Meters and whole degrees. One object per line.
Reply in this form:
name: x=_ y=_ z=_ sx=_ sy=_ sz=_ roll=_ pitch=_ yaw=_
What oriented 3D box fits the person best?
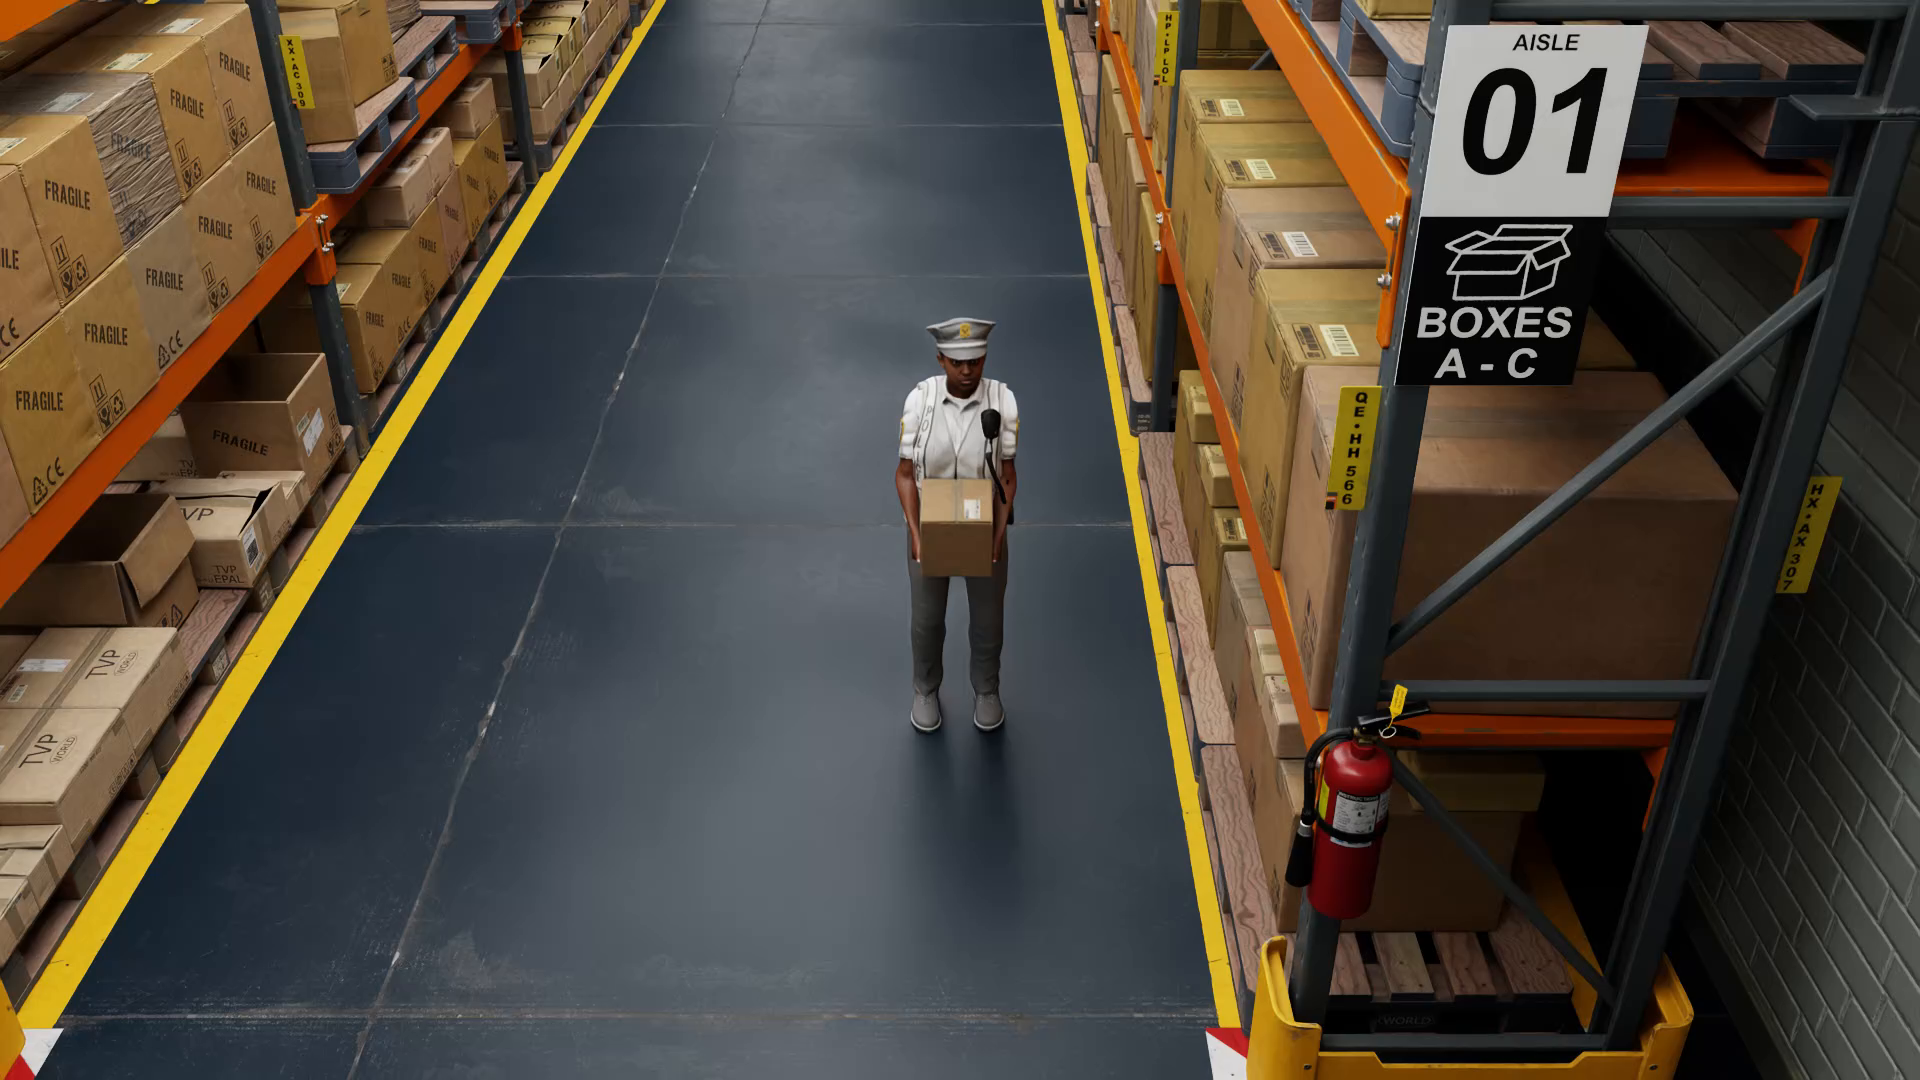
person: x=-0.009 y=-0.014 z=6.134 sx=0.450 sy=1.687 sz=0.539 roll=0 pitch=32 yaw=0
